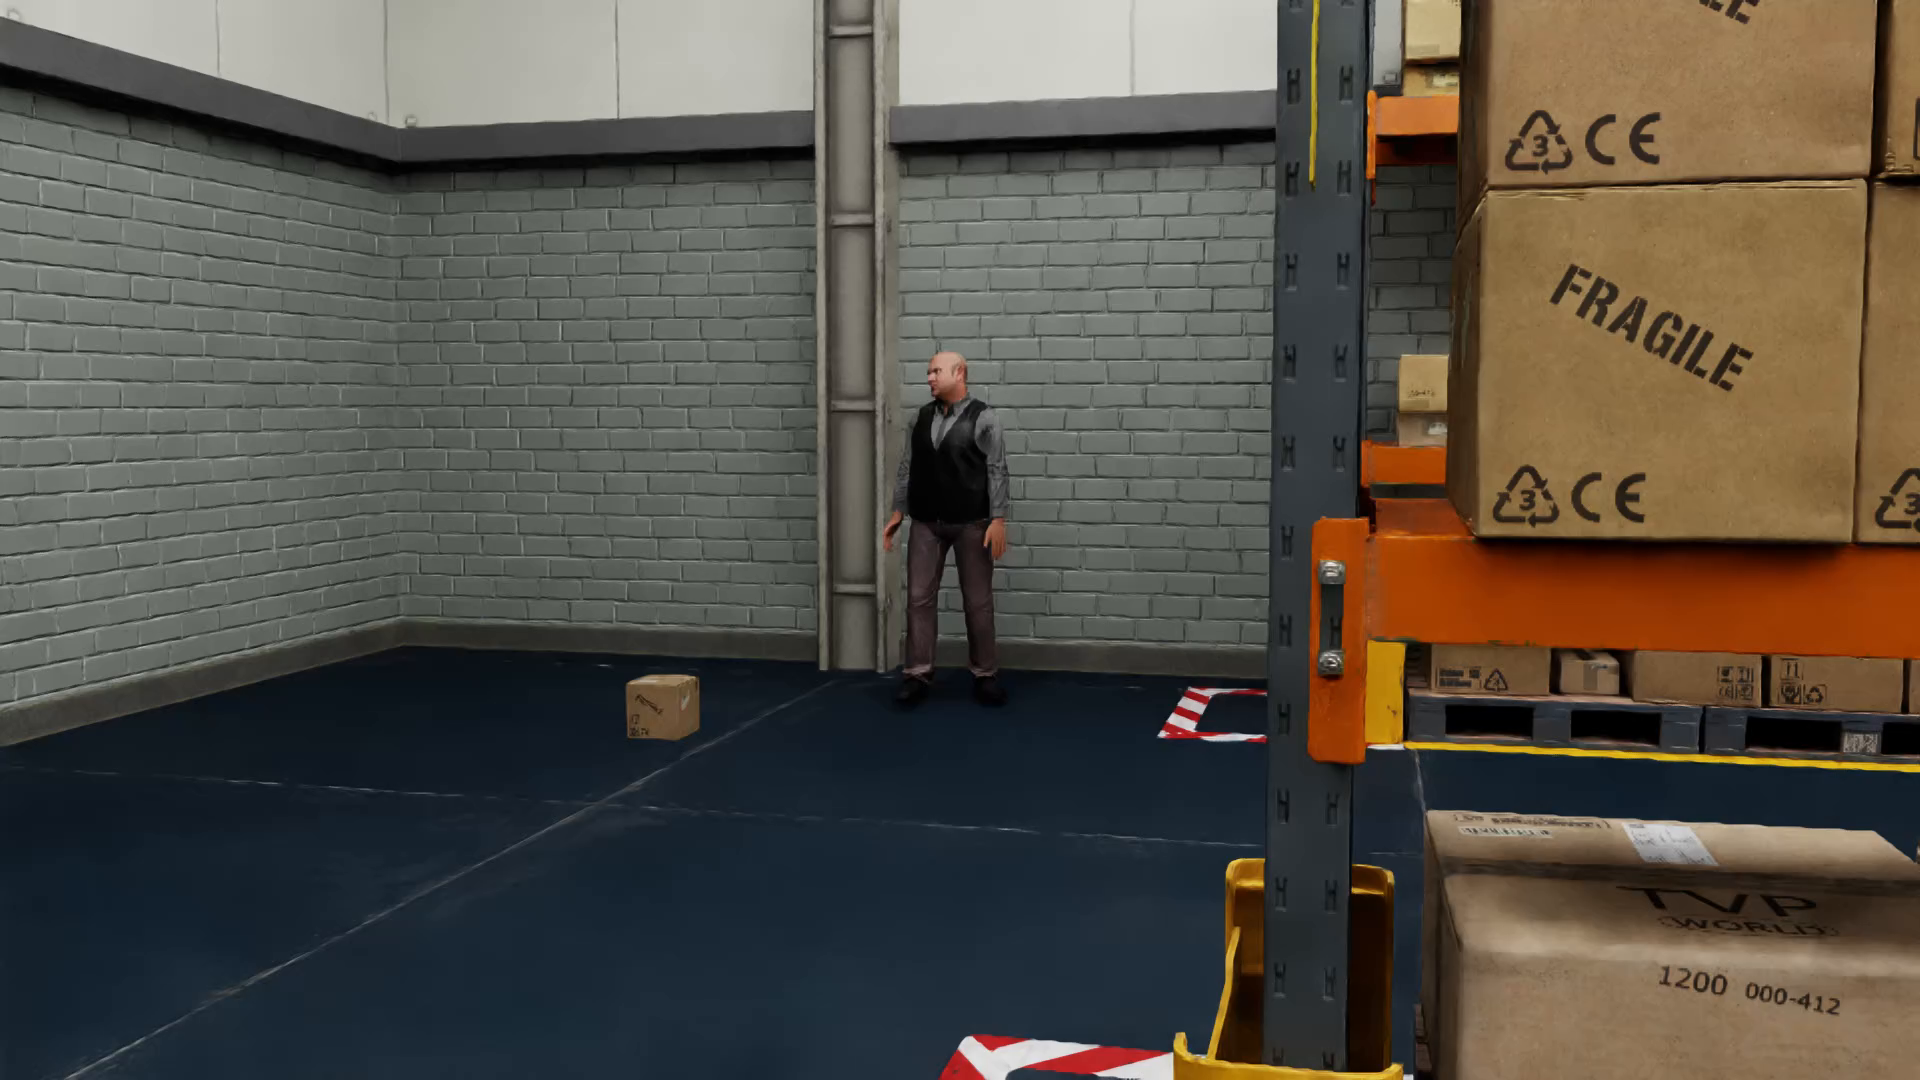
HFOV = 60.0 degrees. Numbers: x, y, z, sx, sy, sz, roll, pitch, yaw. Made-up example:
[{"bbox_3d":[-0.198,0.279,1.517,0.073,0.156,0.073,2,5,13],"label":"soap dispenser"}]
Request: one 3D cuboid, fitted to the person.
[{"bbox_3d":[-0.084,-0.064,8.145,0.650,1.720,0.577,2,5,20],"label":"person"}]
